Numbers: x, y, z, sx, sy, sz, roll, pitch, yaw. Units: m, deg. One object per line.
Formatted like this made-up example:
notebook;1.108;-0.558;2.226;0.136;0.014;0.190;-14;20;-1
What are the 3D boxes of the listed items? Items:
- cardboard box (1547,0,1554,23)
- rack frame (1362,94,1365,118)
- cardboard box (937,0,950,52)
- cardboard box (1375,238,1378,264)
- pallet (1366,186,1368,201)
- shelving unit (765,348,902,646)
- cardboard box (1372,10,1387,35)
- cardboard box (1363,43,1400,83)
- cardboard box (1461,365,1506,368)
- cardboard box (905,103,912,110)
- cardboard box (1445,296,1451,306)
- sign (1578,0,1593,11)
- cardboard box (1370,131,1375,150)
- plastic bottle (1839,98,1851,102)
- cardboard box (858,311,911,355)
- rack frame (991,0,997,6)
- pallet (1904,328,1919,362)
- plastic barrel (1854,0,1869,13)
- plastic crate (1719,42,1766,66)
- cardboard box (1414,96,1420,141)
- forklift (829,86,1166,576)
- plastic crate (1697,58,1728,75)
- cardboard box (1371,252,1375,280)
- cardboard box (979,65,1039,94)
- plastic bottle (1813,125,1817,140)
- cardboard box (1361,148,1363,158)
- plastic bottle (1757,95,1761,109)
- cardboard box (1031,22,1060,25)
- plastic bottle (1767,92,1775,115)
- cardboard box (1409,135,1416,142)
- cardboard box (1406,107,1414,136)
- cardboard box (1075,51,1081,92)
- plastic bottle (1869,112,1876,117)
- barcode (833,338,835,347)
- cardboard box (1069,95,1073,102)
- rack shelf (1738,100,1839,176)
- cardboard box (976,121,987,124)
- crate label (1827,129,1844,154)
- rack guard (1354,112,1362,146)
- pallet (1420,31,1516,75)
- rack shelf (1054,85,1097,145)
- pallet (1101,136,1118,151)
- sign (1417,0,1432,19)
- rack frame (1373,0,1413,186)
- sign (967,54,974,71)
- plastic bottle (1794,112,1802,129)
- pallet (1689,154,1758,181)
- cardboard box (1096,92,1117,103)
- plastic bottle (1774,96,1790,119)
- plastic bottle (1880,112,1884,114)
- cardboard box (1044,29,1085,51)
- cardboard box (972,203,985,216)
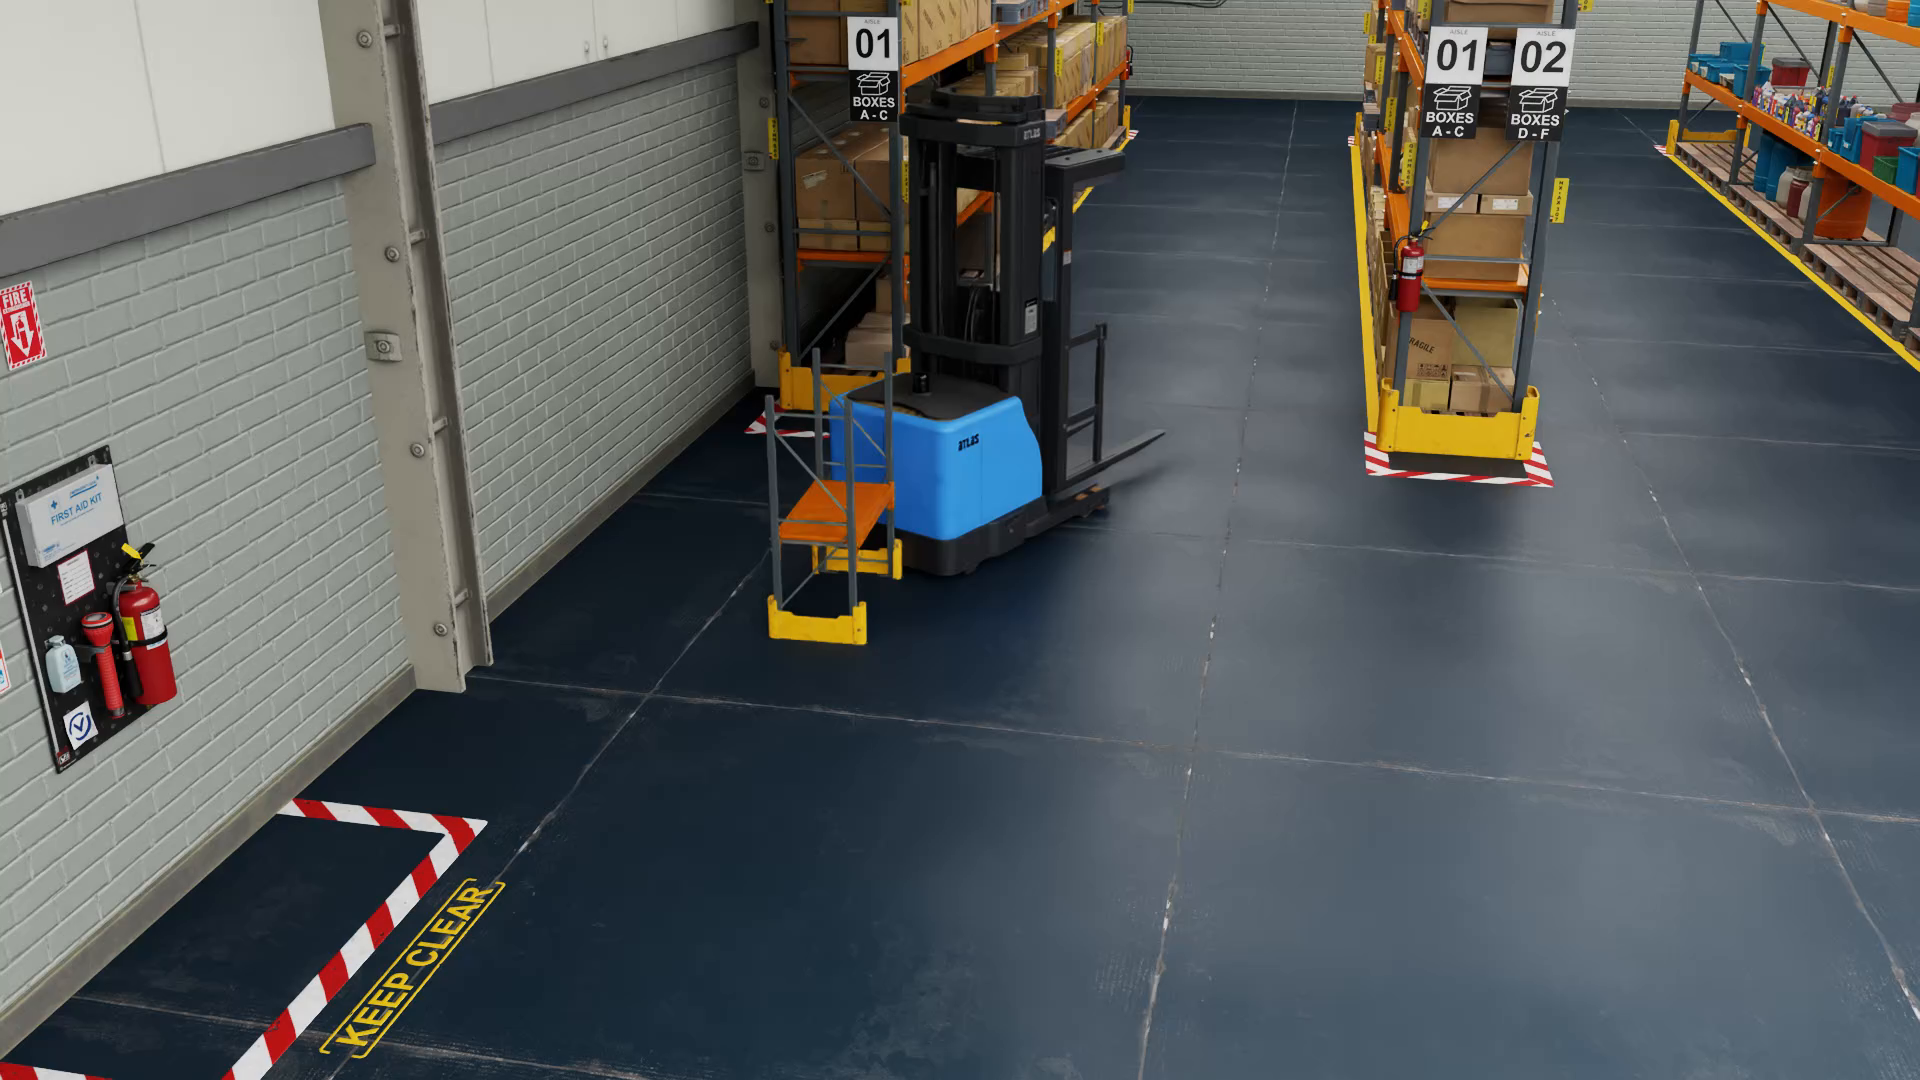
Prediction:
cardboard box;4.504;-4.406;13.380;0.500;0.500;0.500;4;22;11
rack frame;7.162;-7.973;27.136;1.000;3.000;0.127;4;22;11
cardboard box;-0.393;-4.432;14.168;0.500;0.500;0.500;6;23;13
cardboard box;4.515;-2.934;16.992;0.500;0.311;0.500;4;22;11
pallet;6.217;-4.917;23.279;1.003;0.211;1.213;4;22;11
shelving unit;-0.756;-0.289;10.064;0.587;1.500;1.083;4;22;10
cardboard box;6.400;-7.597;24.730;0.500;0.500;0.500;5;22;11
cardboard box;6.030;-6.596;23.019;0.700;0.500;0.500;-3;22;-7
cardboard box;4.323;-1.404;13.942;0.500;0.250;0.500;4;22;11
cardboard box;-0.437;-4.093;16.671;0.500;0.500;0.500;4;22;10
cardboard box;4.414;-1.935;14.258;0.500;0.500;0.500;4;22;11
sign;4.439;-3.911;11.758;0.100;0.325;0.005;4;22;11
cardboard box;5.804;-5.379;22.448;0.500;0.250;0.500;5;22;11
plastic bottle;11.178;-5.453;21.045;0.152;0.276;0.135;4;22;11
cardboard box;-0.607;-1.910;15.090;0.500;0.311;0.500;6;23;15
rack frame;-0.137;-6.744;16.053;1.000;3.000;0.127;4;22;11
pallet;9.384;-1.670;15.217;1.003;0.211;1.213;4;22;11
plastic barrel;10.015;-6.022;18.125;0.421;0.512;0.421;0;22;0
plastic crate;12.125;-7.502;25.838;0.616;0.435;0.499;4;22;11
cardboard box;4.527;-3.885;15.115;0.700;0.500;0.500;4;22;11
forklift;0.417;-1.618;11.447;1.130;2.935;3.031;16;27;34
plastic crate;11.503;-7.239;25.456;0.416;0.233;0.300;4;22;11
cardboard box;4.619;-2.863;17.565;0.500;0.250;0.500;4;22;10
cardboard box;0.593;-5.502;20.276;0.700;0.500;0.500;2;22;5
plastic bottle;10.084;-4.798;19.517;0.097;0.201;0.097;0;22;0
cardboard box;6.202;-5.764;24.877;0.380;0.149;0.250;4;22;11
plastic bottle;10.669;-5.846;22.119;0.097;0.201;0.097;0;22;0
cardboard box;1.147;-7.280;23.852;0.500;0.250;0.500;5;23;13
plastic bottle;10.520;-5.651;21.526;0.061;0.283;0.133;4;22;11
cardboard box;4.367;-3.662;15.429;0.380;0.149;0.250;4;22;10
cardboard box;5.203;-4.479;18.326;0.500;0.500;0.500;3;22;8
cardboard box;1.346;-6.339;22.519;0.500;0.500;0.500;5;22;12
plastic bottle;10.868;-4.957;19.818;0.097;0.271;0.097;0;22;0
barcode;-1.112;-1.743;14.663;0.001;0.075;0.075;4;22;11
cardboard box;1.336;-6.077;22.737;0.380;0.149;0.250;5;23;13
rack shelf;10.786;-5.066;20.881;1.077;0.370;4.000;4;22;11
cardboard box;-0.027;-3.869;16.116;0.500;0.500;0.500;4;22;11
crate label;9.925;-4.466;18.650;0.303;0.233;0.416;4;22;11
rack guard;7.146;-6.786;27.534;1.175;0.500;0.348;4;22;11
pallet;4.067;-3.729;12.700;1.003;0.211;1.213;4;22;11
rack shelf;1.087;-5.822;22.757;1.077;0.370;4.000;4;22;11
pallet;1.974;-6.313;26.746;1.003;0.211;1.213;4;22;11
sign;3.369;-3.934;12.011;0.100;0.325;0.005;4;22;11
rack frame;5.530;-5.048;19.872;1.000;3.000;0.127;4;22;11
sign;0.135;-6.002;20.692;0.100;0.325;0.005;4;22;11
plastic bottle;10.270;-5.131;20.346;0.097;0.201;0.097;0;22;0
pallet;11.553;-5.558;24.870;1.003;0.211;1.213;4;22;11
cardboard box;2.368;-7.268;27.300;0.380;0.149;0.250;5;22;12
plastic bottle;10.491;-5.510;21.187;0.152;0.276;0.135;4;22;11
plastic bottle;10.949;-4.963;19.818;0.061;0.283;0.133;4;22;11
cardboard box;1.433;-6.865;22.822;0.500;0.250;0.500;5;22;12
cardboard box;0.084;-3.785;18.490;0.500;0.250;0.500;4;22;10
